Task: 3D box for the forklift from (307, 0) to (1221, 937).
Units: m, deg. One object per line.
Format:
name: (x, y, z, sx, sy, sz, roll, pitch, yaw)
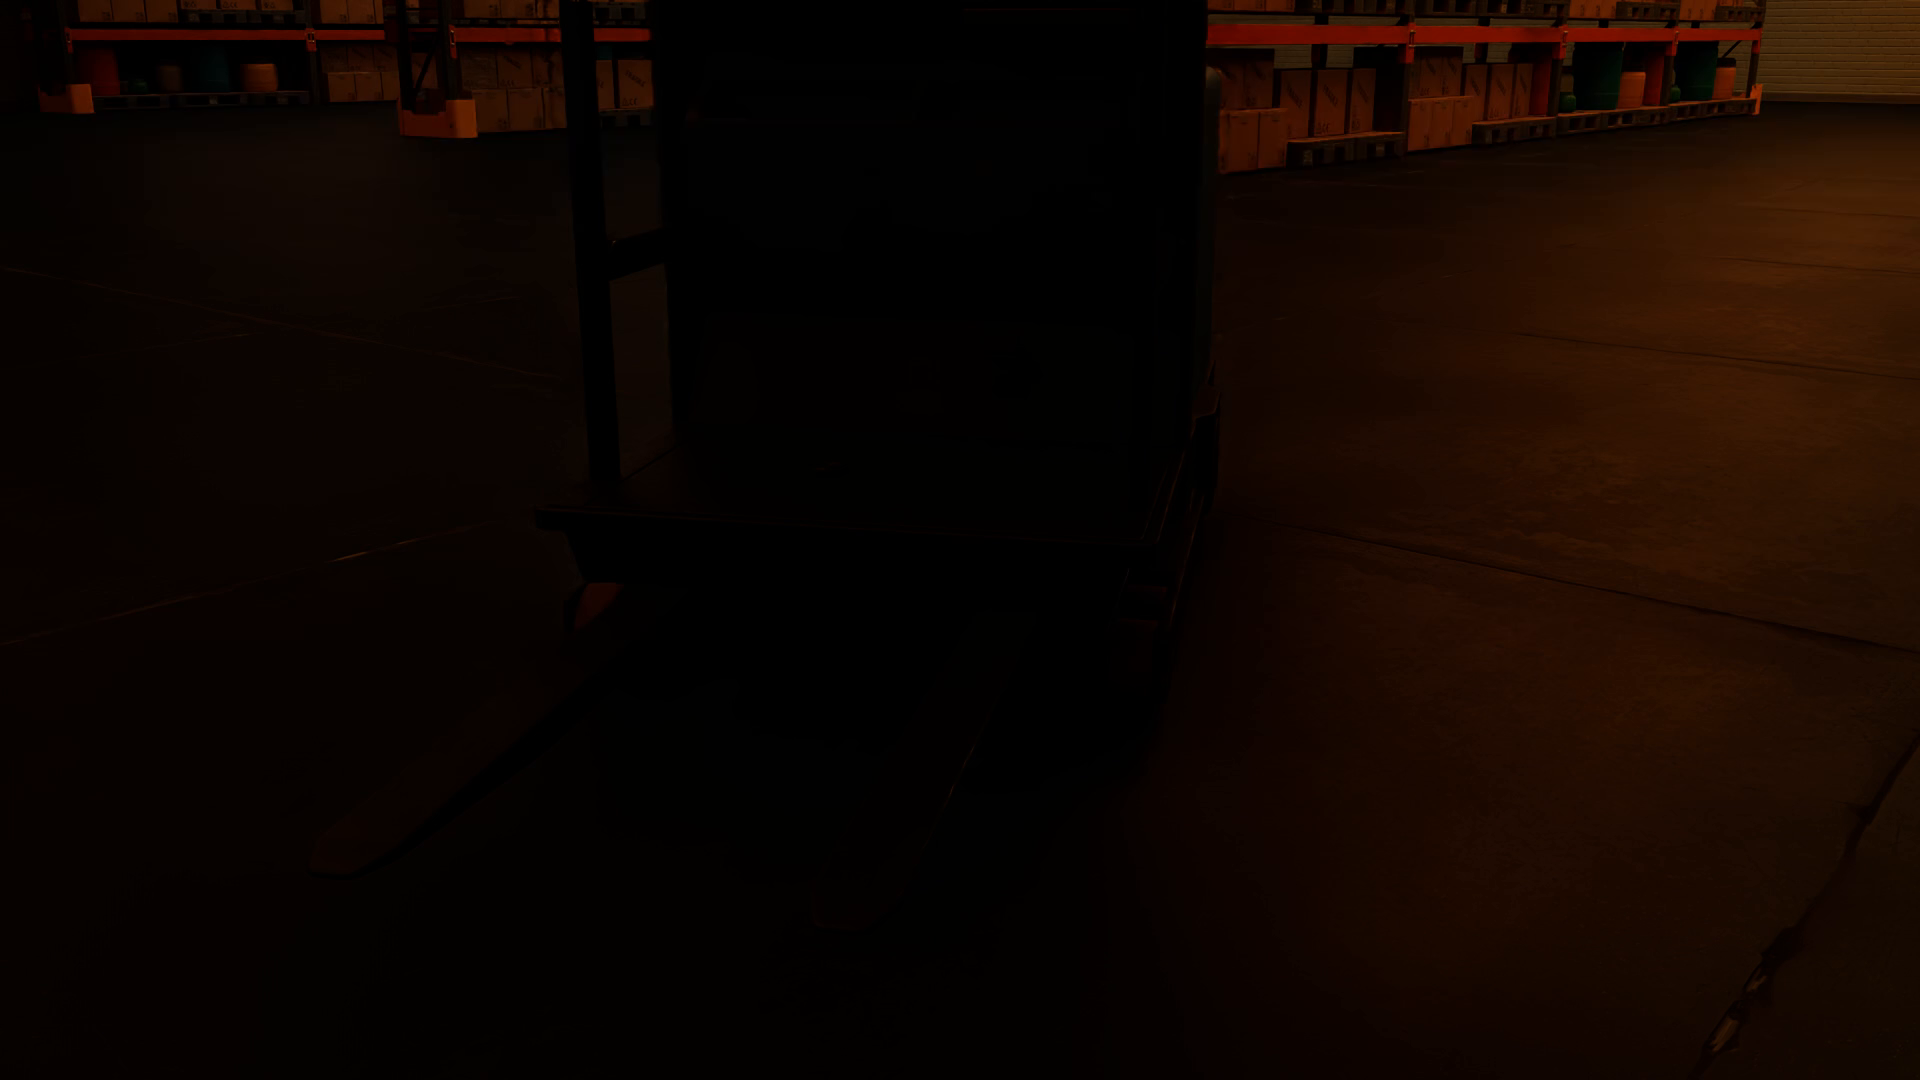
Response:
forklift: (-0.119, -1.218, 2.908, 1.130, 2.935, 3.031, 3, 17, 11)
